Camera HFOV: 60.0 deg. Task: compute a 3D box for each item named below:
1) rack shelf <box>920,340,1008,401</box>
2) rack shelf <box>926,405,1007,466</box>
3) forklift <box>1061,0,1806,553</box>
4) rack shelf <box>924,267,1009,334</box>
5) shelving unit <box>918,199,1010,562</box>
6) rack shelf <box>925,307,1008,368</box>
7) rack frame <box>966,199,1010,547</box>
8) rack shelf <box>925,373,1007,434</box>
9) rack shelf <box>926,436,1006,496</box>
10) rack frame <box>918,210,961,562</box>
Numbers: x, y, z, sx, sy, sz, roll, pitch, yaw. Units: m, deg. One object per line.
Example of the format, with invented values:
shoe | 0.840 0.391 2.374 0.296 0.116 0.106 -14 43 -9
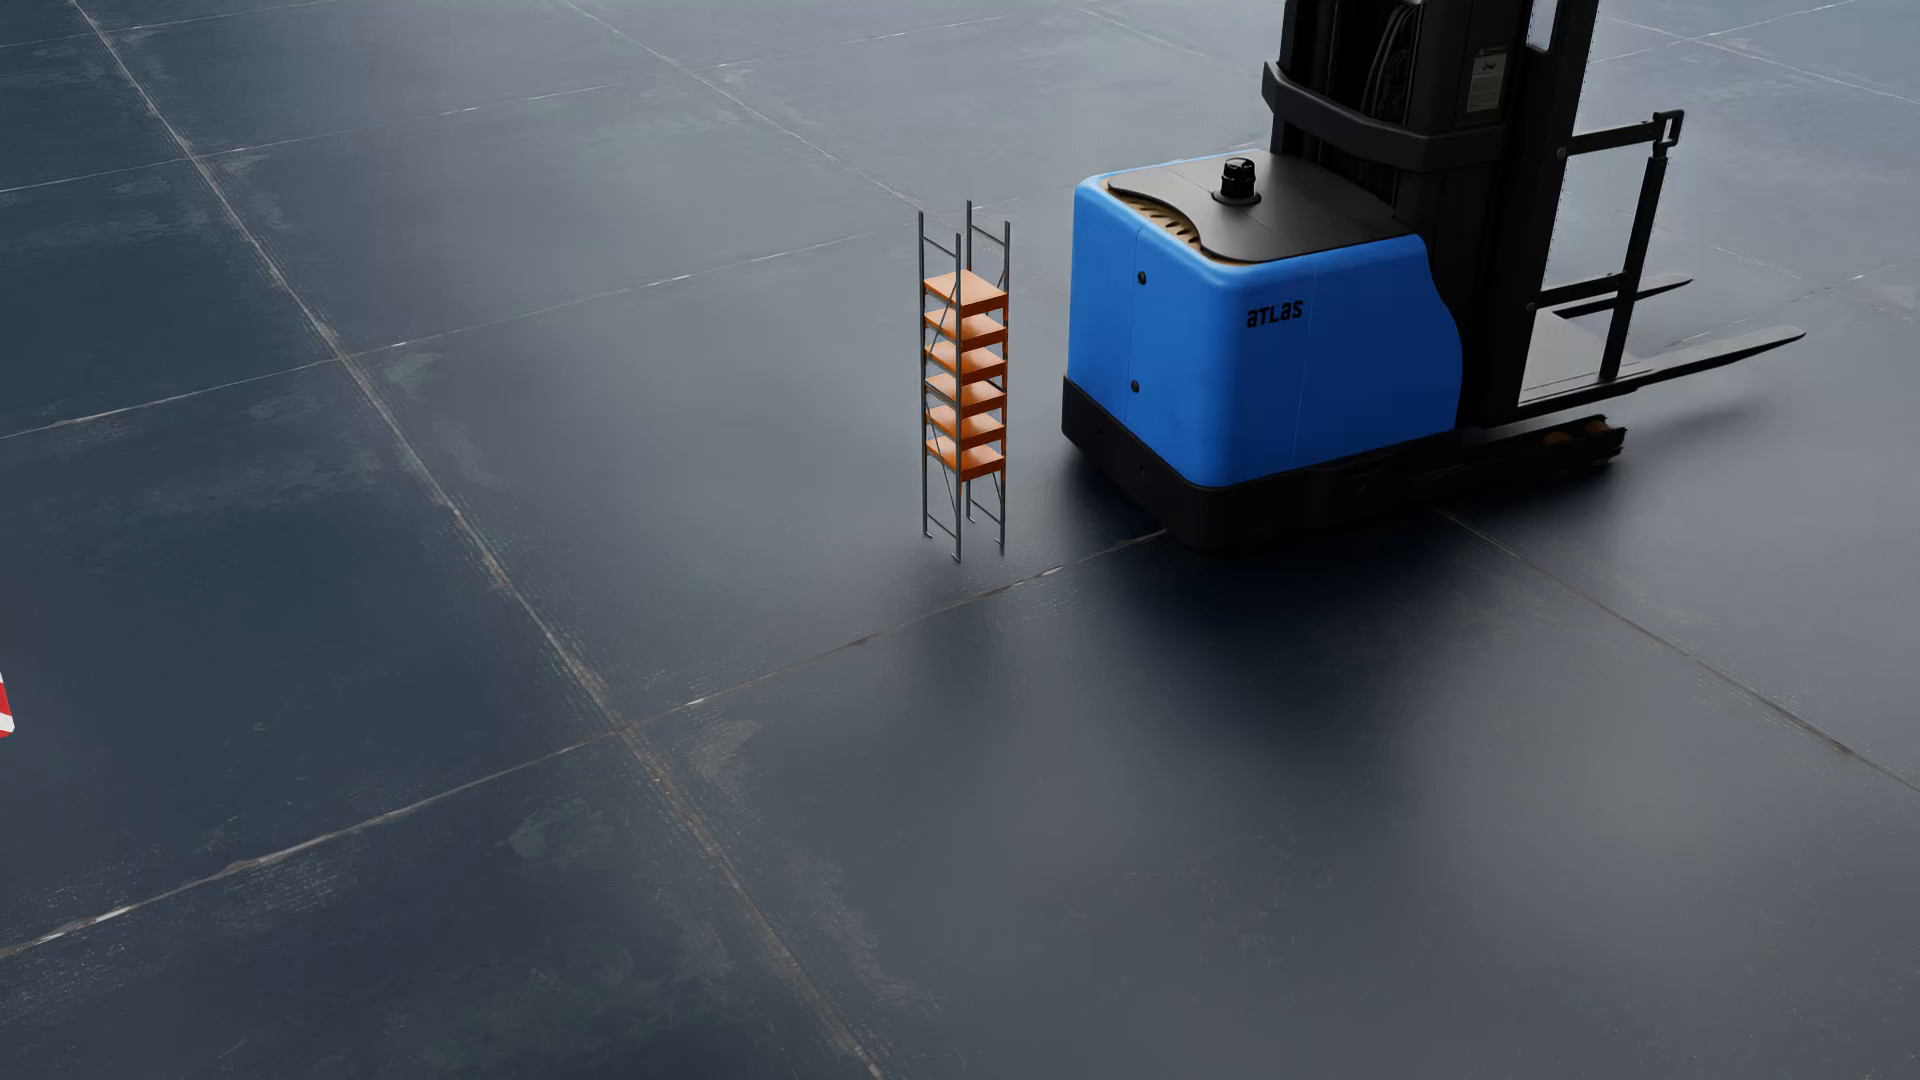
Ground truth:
rack shelf | 0.012 -0.576 5.518 0.180 0.103 0.258 -19 37 -27
rack shelf | 0.012 -0.373 5.646 0.180 0.103 0.258 -19 37 -27
forklift | 1.950 -1.719 5.850 3.031 2.935 1.130 -14 35 -21
rack shelf | 0.012 -0.779 5.390 0.180 0.103 0.258 -19 37 -27
shelving unit | 0.012 -0.512 5.558 0.189 1.200 0.258 -19 37 -27
rack shelf | 0.012 -0.677 5.454 0.180 0.103 0.258 -19 37 -27
rack frame | 0.089 -0.538 5.600 0.006 1.200 0.240 -19 37 -27
rack shelf | 0.012 -0.474 5.582 0.180 0.103 0.258 -19 37 -27
rack shelf | 0.012 -0.271 5.710 0.180 0.103 0.258 -19 37 -27
rack frame | -0.065 -0.485 5.516 0.006 1.200 0.240 -19 37 -27
